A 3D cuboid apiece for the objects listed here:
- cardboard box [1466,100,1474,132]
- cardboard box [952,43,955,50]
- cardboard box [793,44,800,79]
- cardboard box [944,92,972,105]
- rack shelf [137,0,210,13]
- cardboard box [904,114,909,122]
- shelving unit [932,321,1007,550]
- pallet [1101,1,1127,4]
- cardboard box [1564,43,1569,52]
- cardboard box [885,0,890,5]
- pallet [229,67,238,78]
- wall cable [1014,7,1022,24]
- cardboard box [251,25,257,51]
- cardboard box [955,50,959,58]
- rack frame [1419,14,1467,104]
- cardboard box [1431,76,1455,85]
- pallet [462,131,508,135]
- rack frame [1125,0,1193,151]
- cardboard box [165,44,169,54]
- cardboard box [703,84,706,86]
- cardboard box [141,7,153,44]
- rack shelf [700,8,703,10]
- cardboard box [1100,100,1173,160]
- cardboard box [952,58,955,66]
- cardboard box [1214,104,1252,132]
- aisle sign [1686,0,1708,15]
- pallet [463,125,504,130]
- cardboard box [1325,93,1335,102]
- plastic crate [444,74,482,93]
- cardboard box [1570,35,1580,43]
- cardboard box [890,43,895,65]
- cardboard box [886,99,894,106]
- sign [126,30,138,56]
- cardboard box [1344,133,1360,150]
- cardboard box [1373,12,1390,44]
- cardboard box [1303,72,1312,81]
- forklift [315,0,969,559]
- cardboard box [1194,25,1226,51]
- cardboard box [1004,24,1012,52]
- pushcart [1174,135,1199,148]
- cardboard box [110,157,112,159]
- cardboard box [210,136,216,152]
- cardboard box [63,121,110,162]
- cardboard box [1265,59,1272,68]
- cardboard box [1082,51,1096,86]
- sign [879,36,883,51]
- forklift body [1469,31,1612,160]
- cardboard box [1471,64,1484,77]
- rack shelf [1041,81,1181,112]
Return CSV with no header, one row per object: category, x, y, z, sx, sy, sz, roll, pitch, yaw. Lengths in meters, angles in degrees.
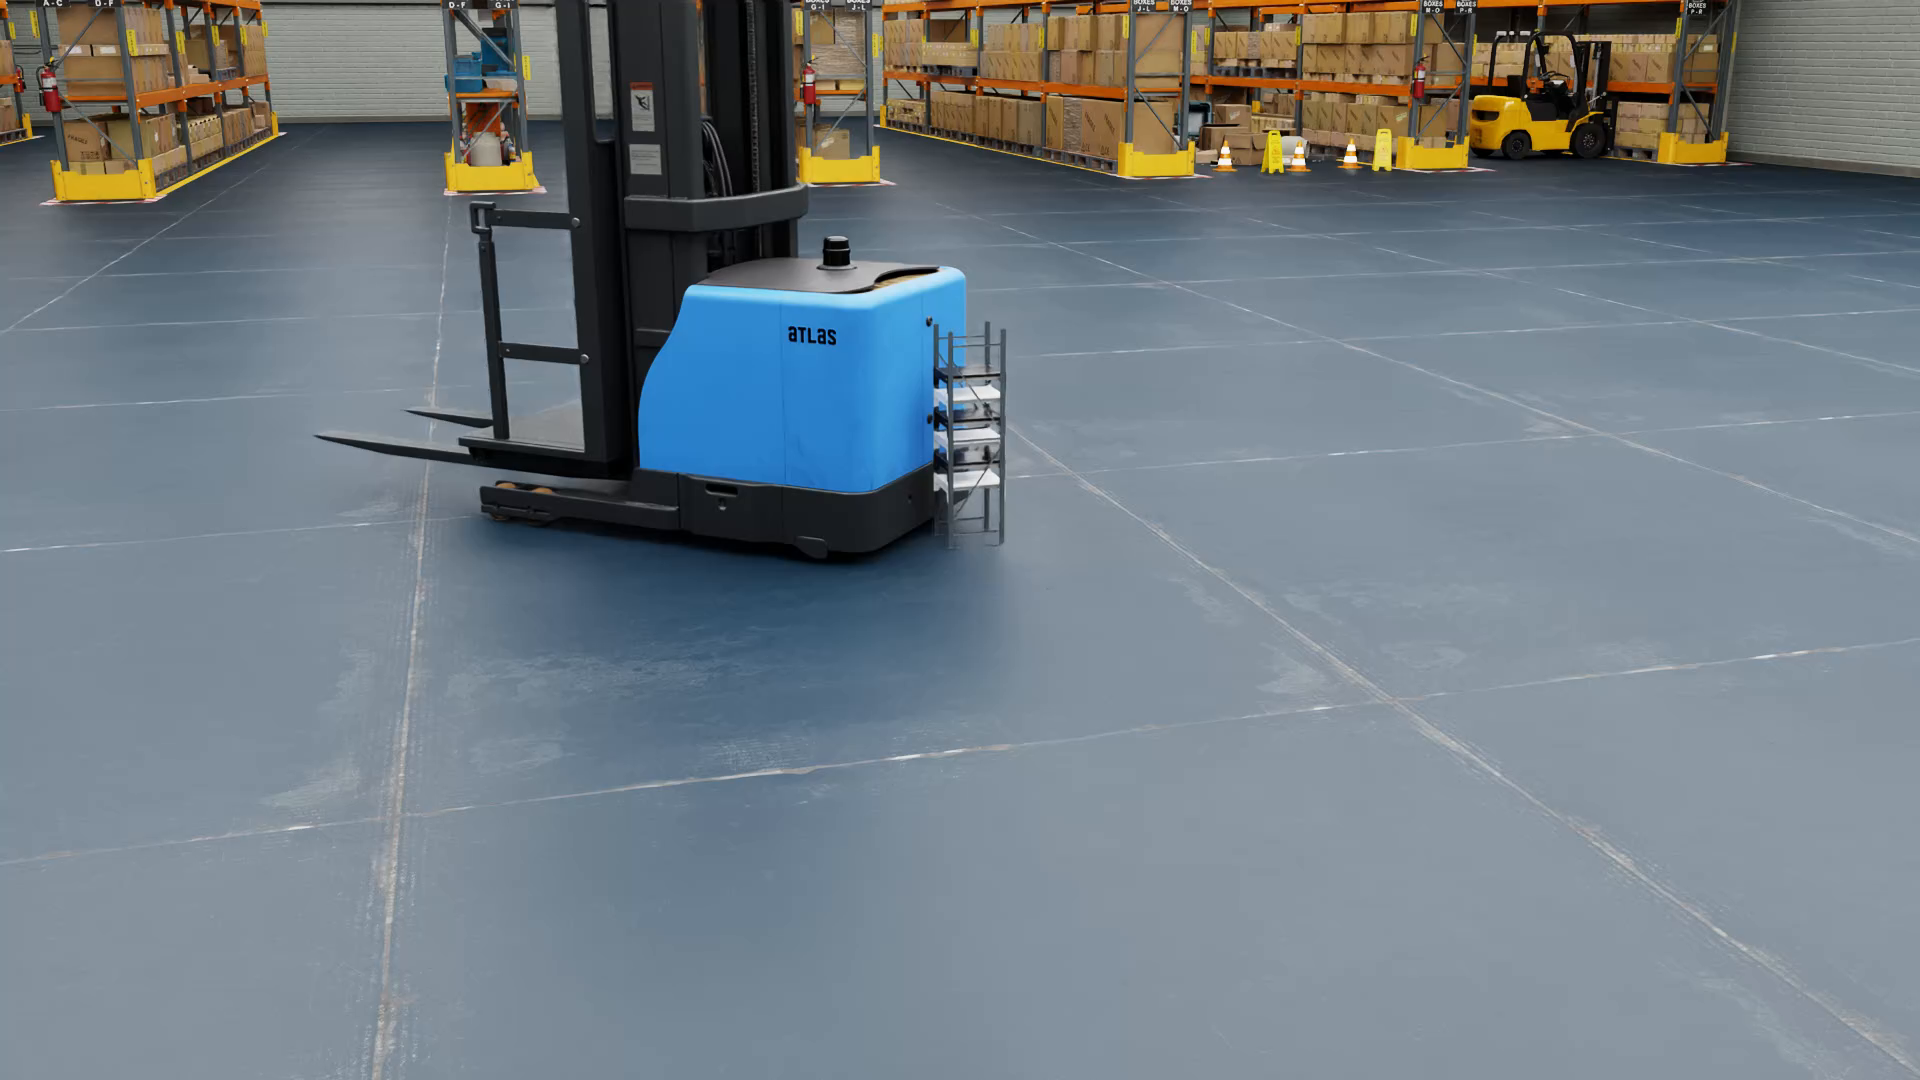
cardboard box,10.867,-8.660,33.965,0.875,0.625,0.625,-5,18,-18
cardboard box,0.042,-10.004,33.715,0.380,0.149,0.250,-4,17,-14
cardboard box,-2.142,-7.220,25.082,0.875,0.500,0.500,-5,17,-15
cardboard box,-0.032,-9.279,34.940,0.500,0.250,0.500,-4,17,-13
rack shelf,-12.939,-8.716,26.790,1.077,0.370,4.000,-5,17,-15
cardboard box,-1.091,-9.775,38.505,0.380,0.149,0.250,-5,17,-15
shelving unit,0.038,-0.429,6.815,0.258,0.900,0.210,-5,17,-16
pallet,3.920,-12.807,39.314,1.003,0.211,1.213,-5,17,-15
cardboard box,11.442,-9.138,30.857,0.380,0.149,0.250,-5,17,-15
cardboard box,-1.487,-12.757,39.252,0.500,0.250,0.500,-4,17,-13
pallet,-14.474,-8.962,31.906,1.003,0.211,1.213,-5,17,-15
wall cable,1.795,-14.015,46.574,0.585,1.953,0.123,-5,17,-15
cardboard box,-14.873,-10.390,34.417,0.500,0.500,0.500,-4,17,-14
cardboard box,0.110,-9.793,33.531,0.380,0.149,0.250,-4,17,-14
rack frame,10.337,-10.136,35.482,1.000,3.000,0.127,-5,17,-15
cardboard box,7.869,-7.520,27.209,0.380,0.149,0.250,-5,17,-15
pallet,-9.653,-8.122,33.623,1.003,0.211,1.213,-5,17,-15
rack frame,3.032,-7.110,25.409,1.000,3.000,0.127,-5,17,-15
cardboard box,-12.109,-7.371,24.975,0.380,0.149,0.250,-5,17,-15
cardboard box,-5.167,-9.438,36.121,0.875,0.875,0.875,-5,17,-15
cardboard box,-11.985,-7.339,23.742,0.700,0.500,0.500,-5,17,-15
rack shelf,-5.612,-11.711,36.761,1.077,0.370,4.000,-5,17,-15
cardboard box,2.782,-6.476,26.262,0.875,0.875,0.875,-5,17,-15
cardboard box,0.053,-9.713,33.781,0.380,0.149,0.250,-5,17,-16
cardboard box,4.961,-7.653,30.243,0.500,0.500,0.500,-5,17,-15
aisle sign,12.271,-9.127,27.603,0.394,0.787,0.004,-5,17,-15
pallet,-10.403,-8.877,36.137,1.003,0.211,1.213,-5,17,-15
cardboard box,6.687,-7.824,29.404,0.380,0.149,0.250,-4,17,-13
plastic crate,-6.952,-6.398,23.297,0.499,0.251,0.616,-5,17,-15
cardboard box,11.448,-9.205,30.563,0.380,0.149,0.250,-4,17,-14
cardboard box,-1.336,-11.434,39.113,0.500,0.500,0.500,-5,17,-15
cardboard box,-1.548,-10.485,39.835,0.380,0.149,0.250,-6,18,-18
sign,-10.755,-6.459,21.598,0.100,0.325,0.005,-5,17,-15
cardboard box,6.999,-6.905,28.773,0.500,0.250,0.500,-5,18,-17
cardboard box,7.282,-8.464,27.485,0.700,0.500,0.500,-5,17,-15
cardboard box,6.443,-8.403,30.150,0.380,0.149,0.250,-5,17,-16
forklift,-1.522,-1.591,7.154,3.031,2.935,1.130,7,18,23
cardboard box,5.172,-10.392,34.421,0.500,0.500,0.500,-5,17,-17
cardboard box,1.231,-9.444,31.265,0.700,0.500,0.500,-5,17,-16
pushcart,4.486,-7.186,30.220,1.648,0.377,0.936,-12,20,-34
cardboard box,-11.871,-5.111,22.801,0.500,0.250,0.500,-5,17,-15
cardboard box,-12.830,-6.653,27.937,0.500,0.250,0.500,-4,17,-14
cardboard box,-11.724,-5.332,22.236,0.500,0.500,0.500,-5,17,-15
cardboard box,6.023,-9.050,31.574,0.380,0.149,0.250,-5,17,-15
cardboard box,2.496,-7.740,27.244,0.875,0.550,0.500,-5,17,-15
sign,-1.887,-11.908,39.875,0.100,0.325,0.005,-5,17,-15
forklift body,10.260,-7.897,29.503,2.313,2.155,1.214,-5,17,-15
cardboard box,10.646,-9.497,33.615,0.500,0.250,0.500,-4,17,-13
rack shelf,2.483,-7.319,27.354,1.077,0.370,4.000,-5,17,-15
